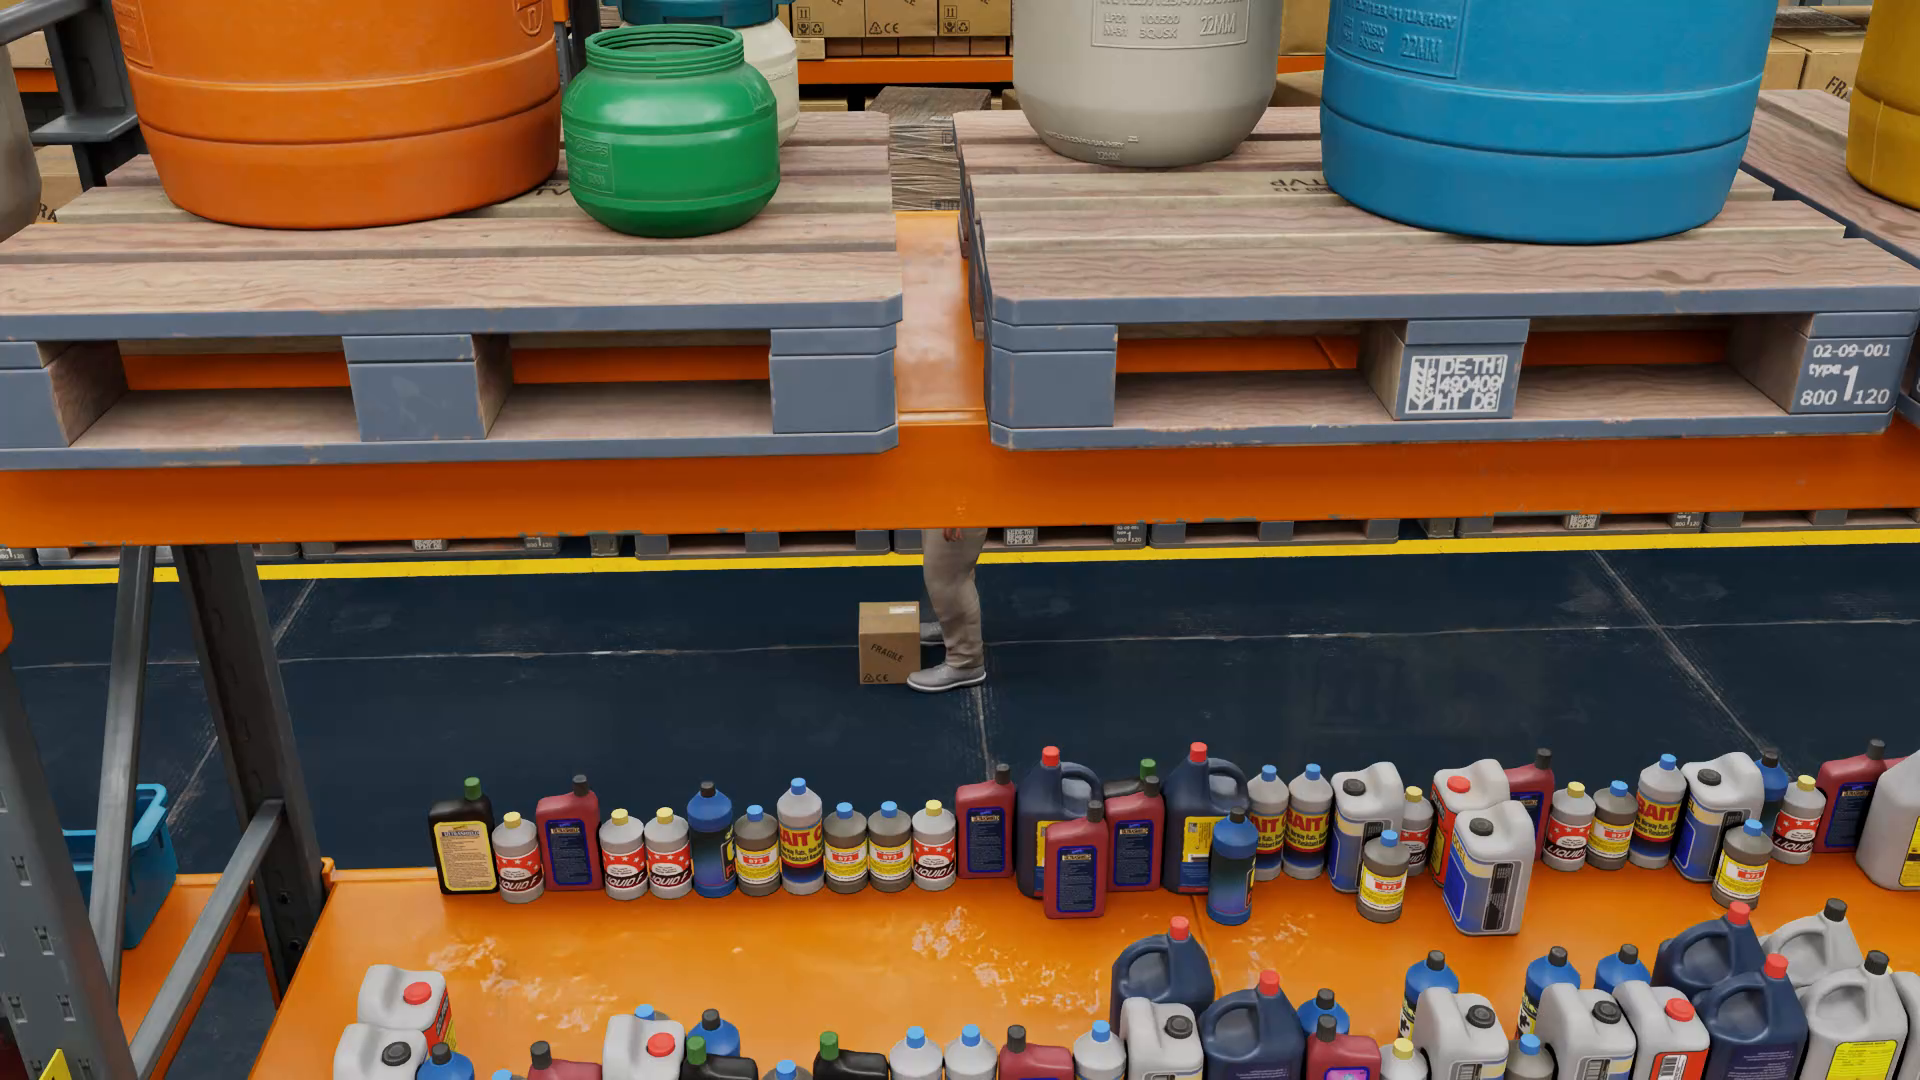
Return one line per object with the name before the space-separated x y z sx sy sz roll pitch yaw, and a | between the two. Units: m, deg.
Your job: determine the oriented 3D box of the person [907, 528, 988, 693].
person | -0.035 -0.235 6.587 0.394 1.726 0.604 -3 28 -5
